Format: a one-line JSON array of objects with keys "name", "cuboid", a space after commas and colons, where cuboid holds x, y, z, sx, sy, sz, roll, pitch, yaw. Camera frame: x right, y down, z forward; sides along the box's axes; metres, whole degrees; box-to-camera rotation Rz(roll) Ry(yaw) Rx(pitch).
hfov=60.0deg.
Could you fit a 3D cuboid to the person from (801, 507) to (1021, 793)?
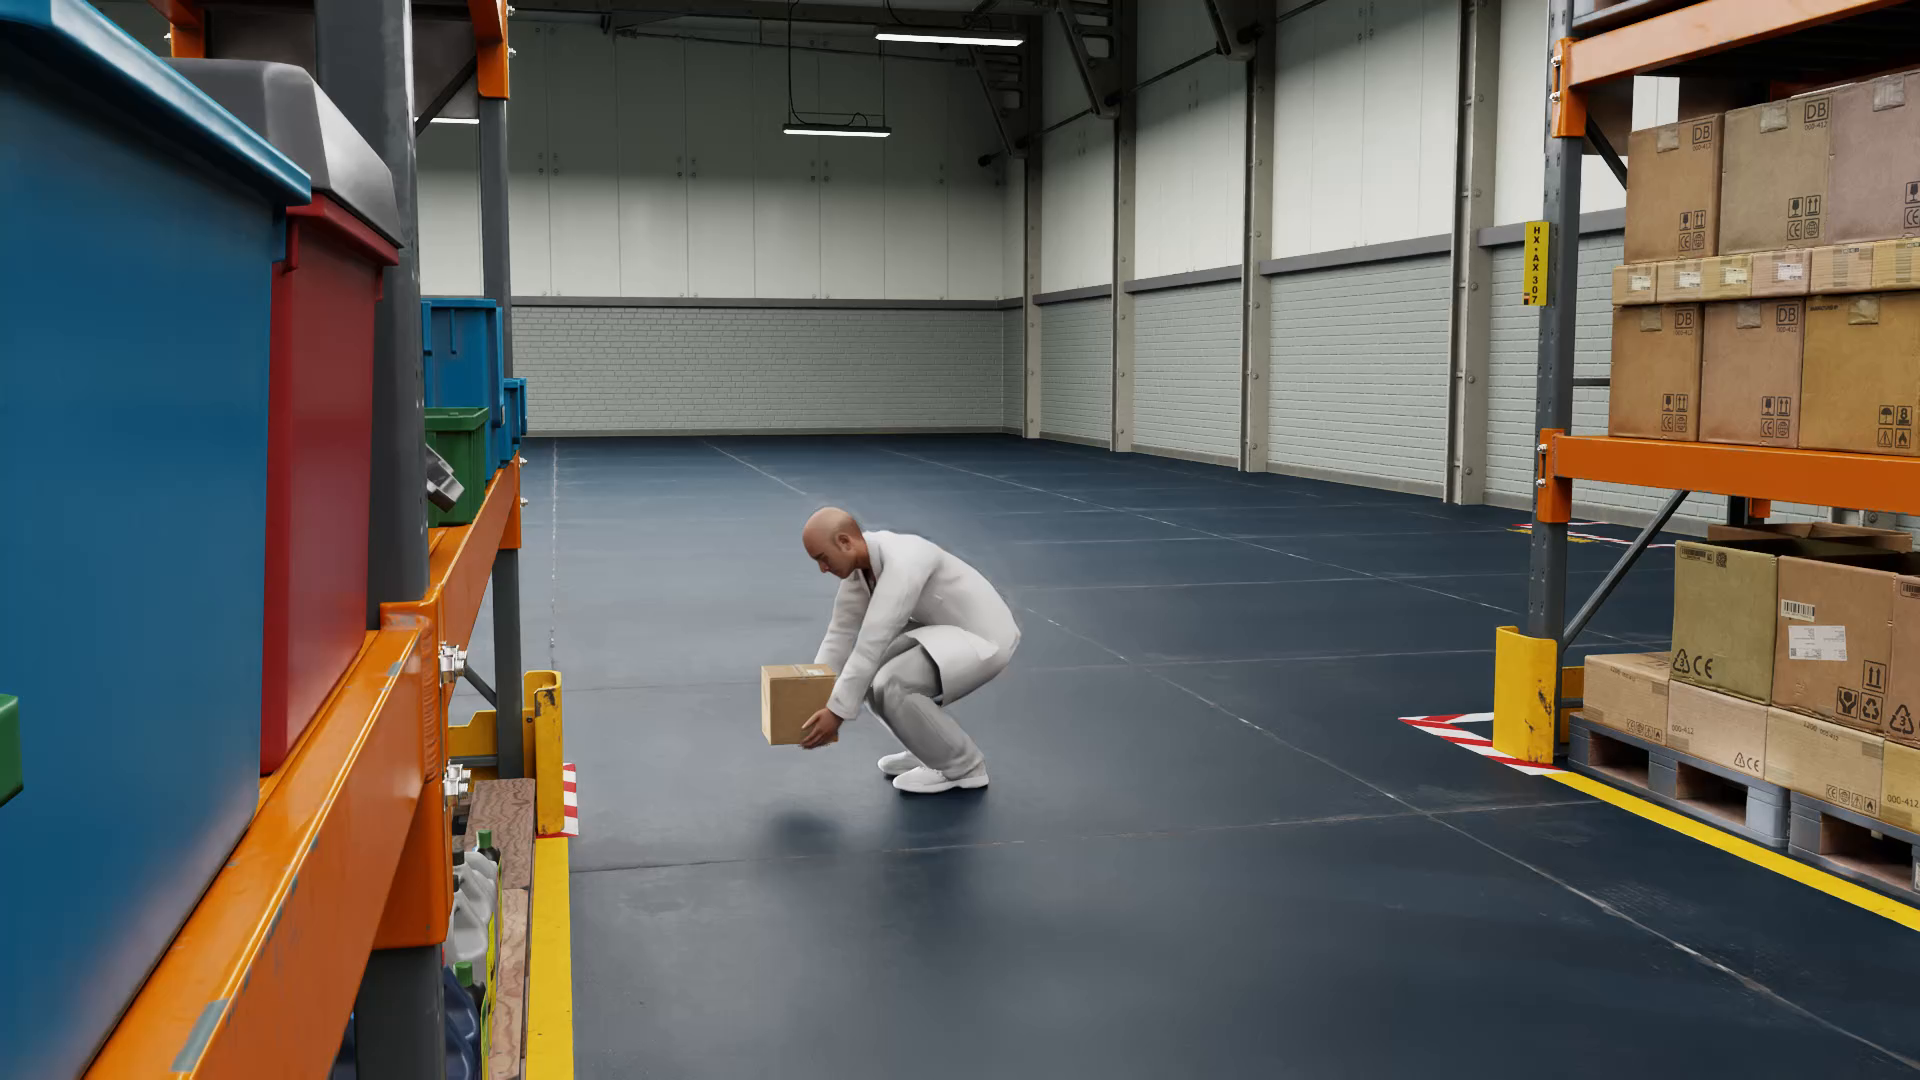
[{"name": "person", "cuboid": [-0.207, 0.397, 6.232, 0.893, 1.062, 0.612, -1, 6, -14]}]
